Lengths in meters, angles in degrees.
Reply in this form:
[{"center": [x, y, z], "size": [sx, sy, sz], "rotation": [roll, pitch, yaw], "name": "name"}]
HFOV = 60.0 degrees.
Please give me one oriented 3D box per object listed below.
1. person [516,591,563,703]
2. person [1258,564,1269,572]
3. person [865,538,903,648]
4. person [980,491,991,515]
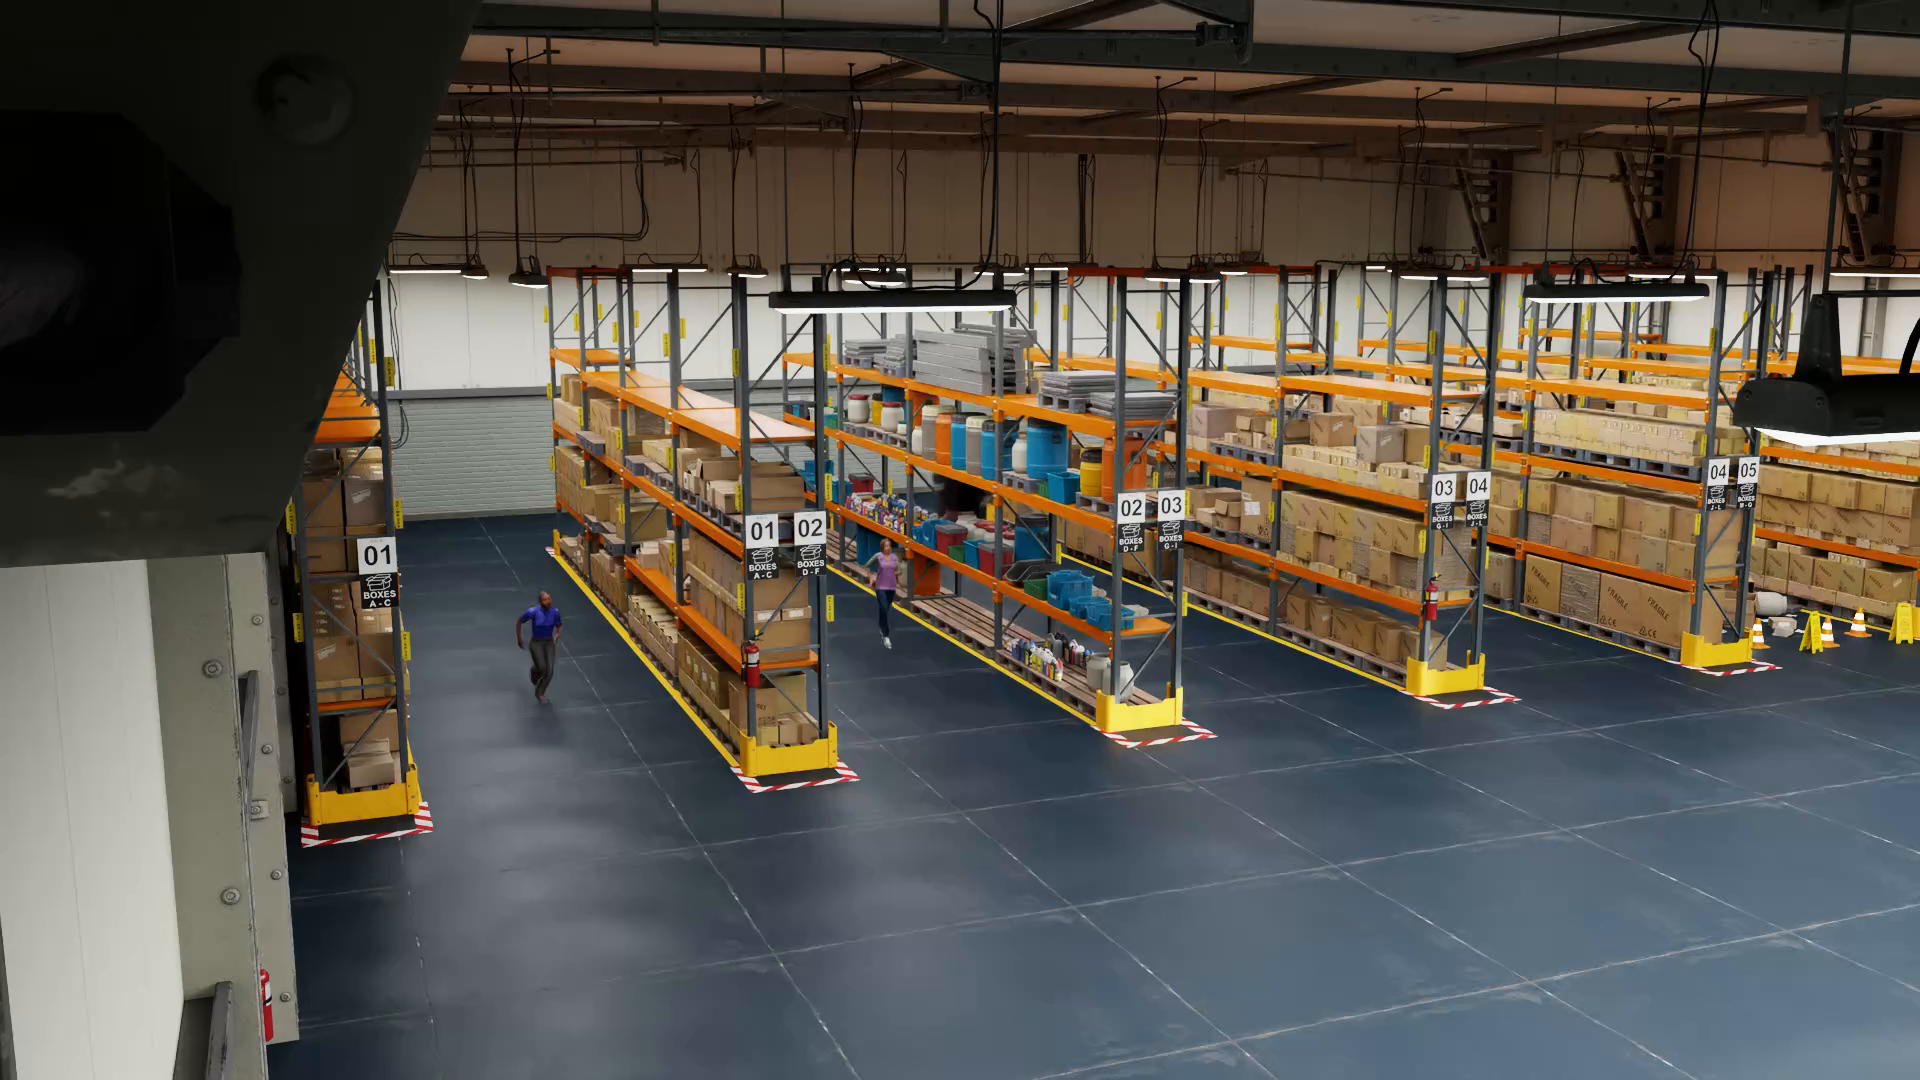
[{"center": [-5.894, 1.513, 23.464], "size": [0.615, 1.606, 0.642], "rotation": [-7, 12, -34], "name": "person"}, {"center": [5.871, 0.061, 31.568], "size": [0.607, 1.662, 0.597], "rotation": [-3, 10, -17], "name": "person"}, {"center": [-1.151, 0.796, 25.778], "size": [0.510, 1.672, 0.698], "rotation": [-5, 11, -27], "name": "person"}, {"center": [0.745, -1.388, 39.955], "size": [0.534, 1.614, 0.673], "rotation": [-2, 10, -13], "name": "person"}]
